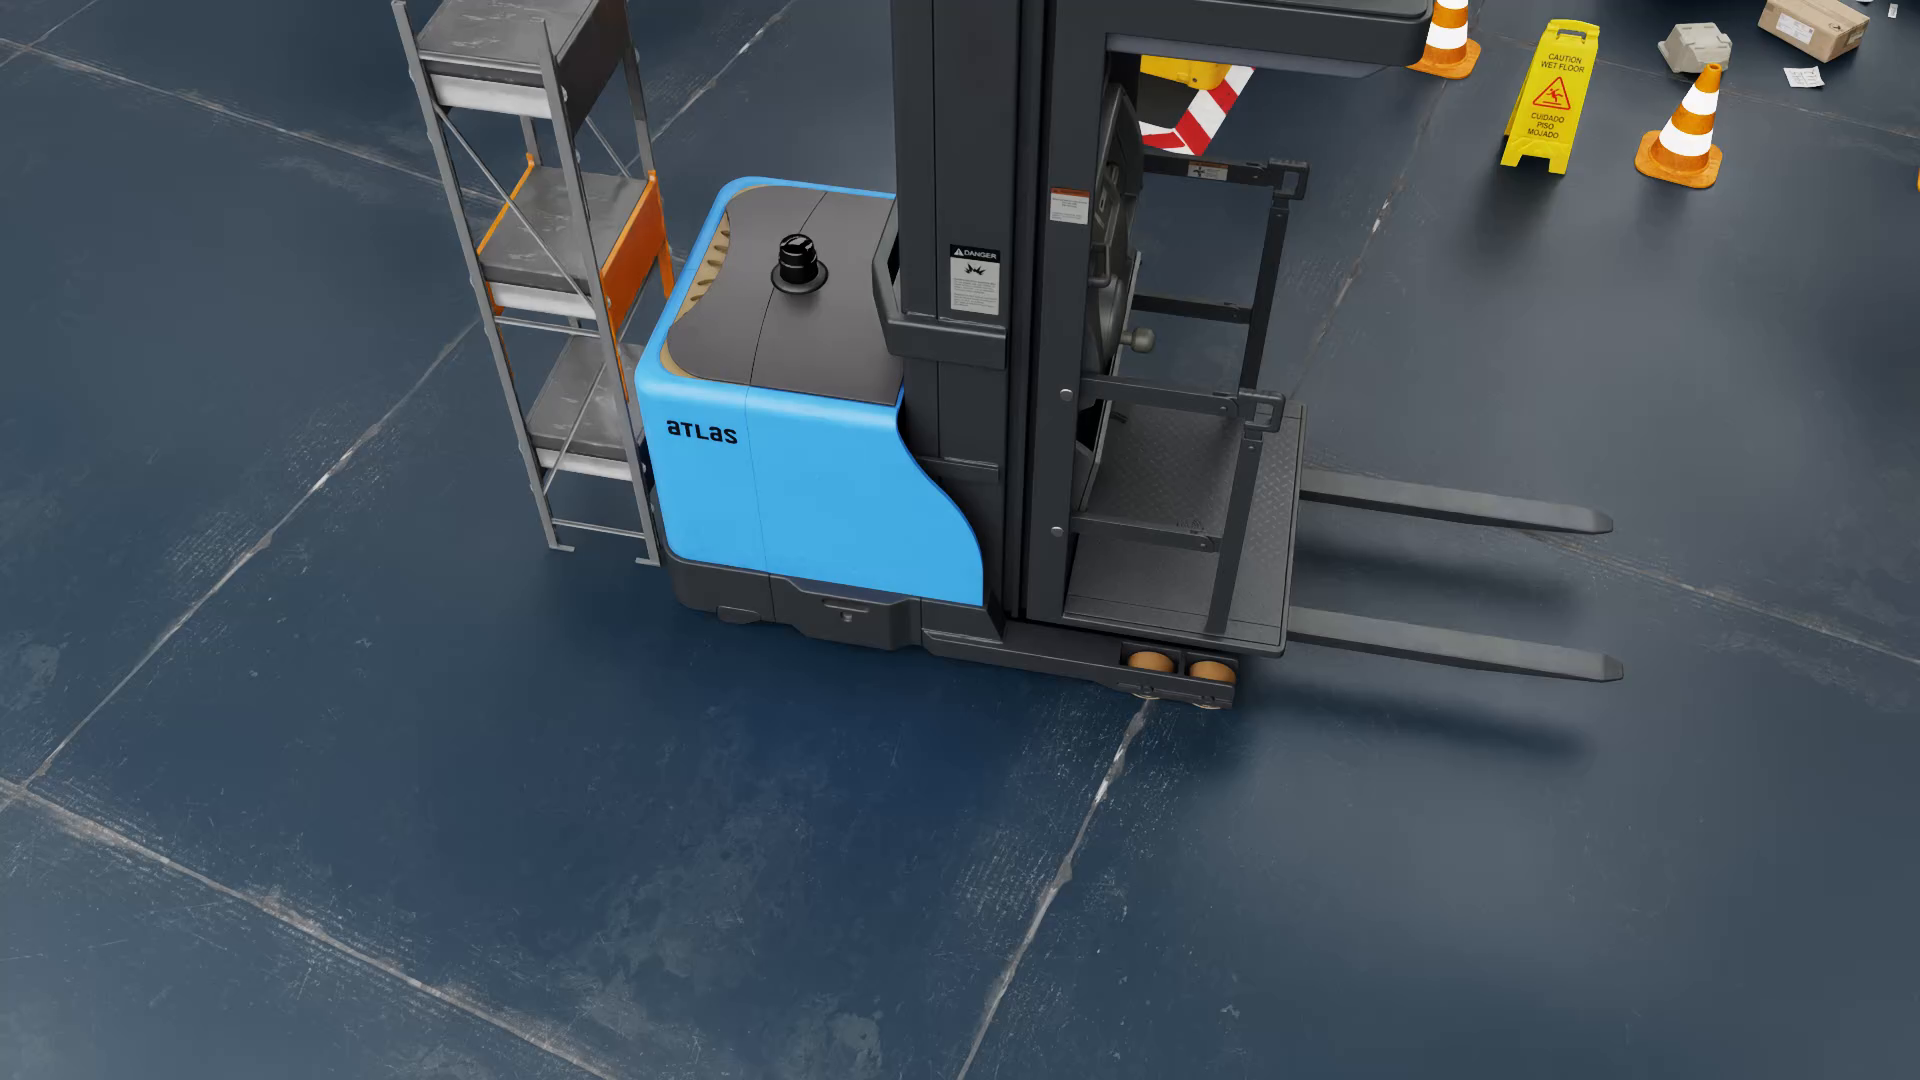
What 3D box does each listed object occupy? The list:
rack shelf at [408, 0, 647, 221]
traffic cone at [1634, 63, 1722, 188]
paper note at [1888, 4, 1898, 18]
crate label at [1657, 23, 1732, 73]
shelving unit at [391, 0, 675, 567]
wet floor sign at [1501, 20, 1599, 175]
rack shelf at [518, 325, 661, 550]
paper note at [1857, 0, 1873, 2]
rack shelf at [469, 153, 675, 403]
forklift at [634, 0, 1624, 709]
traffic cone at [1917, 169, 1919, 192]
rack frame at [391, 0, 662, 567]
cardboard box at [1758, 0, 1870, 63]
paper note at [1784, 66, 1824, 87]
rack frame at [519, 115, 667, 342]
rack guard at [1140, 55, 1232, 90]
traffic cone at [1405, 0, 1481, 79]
[{"bbox_3d":[-1.164,-1.252,4.535,0.431,0.518,0.480,9,50,8],"label":"rack shelf"},{"bbox_3d":[3.081,-1.780,6.961,0.336,0.463,0.334,20,52,16],"label":"traffic cone"},{"bbox_3d":[4.420,-2.508,7.877,0.032,0.001,0.123,20,52,16],"label":"paper note"},{"bbox_3d":[3.361,-2.236,7.563,0.250,0.136,0.298,-4,50,-3],"label":"crate label"},{"bbox_3d":[-1.164,-0.807,5.058,0.431,2.100,0.503,9,50,8],"label":"shelving unit"},{"bbox_3d":[2.472,-1.873,6.920,0.267,0.644,0.232,12,51,10],"label":"wet floor sign"},{"bbox_3d":[-1.164,-0.345,5.602,0.431,0.518,0.480,9,50,8],"label":"rack shelf"},{"bbox_3d":[4.316,-2.628,7.974,0.142,0.019,0.148,-37,59,-27],"label":"paper note"},{"bbox_3d":[-1.164,-0.798,5.069,0.431,0.518,0.480,9,50,8],"label":"rack shelf"},{"bbox_3d":[0.615,-0.856,4.554,3.031,2.935,1.130,9,50,7],"label":"forklift"},{"bbox_3d":[4.230,-1.653,6.853,0.336,0.463,0.334,20,52,16],"label":"traffic cone"},{"bbox_3d":[-1.215,-0.625,4.904,0.400,2.100,0.015,9,50,8],"label":"rack frame"},{"bbox_3d":[3.946,-2.395,7.690,0.250,0.149,0.380,-28,55,-22],"label":"cardboard box"},{"bbox_3d":[3.817,-2.096,7.513,0.148,0.019,0.142,4,50,3],"label":"paper note"},{"bbox_3d":[-1.114,-0.989,5.213,0.400,2.100,0.015,9,50,8],"label":"rack frame"},{"bbox_3d":[0.684,-2.474,7.527,1.175,0.500,0.348,20,52,16],"label":"rack guard"},{"bbox_3d":[2.205,-2.382,7.473,0.336,0.463,0.334,20,52,16],"label":"traffic cone"}]
